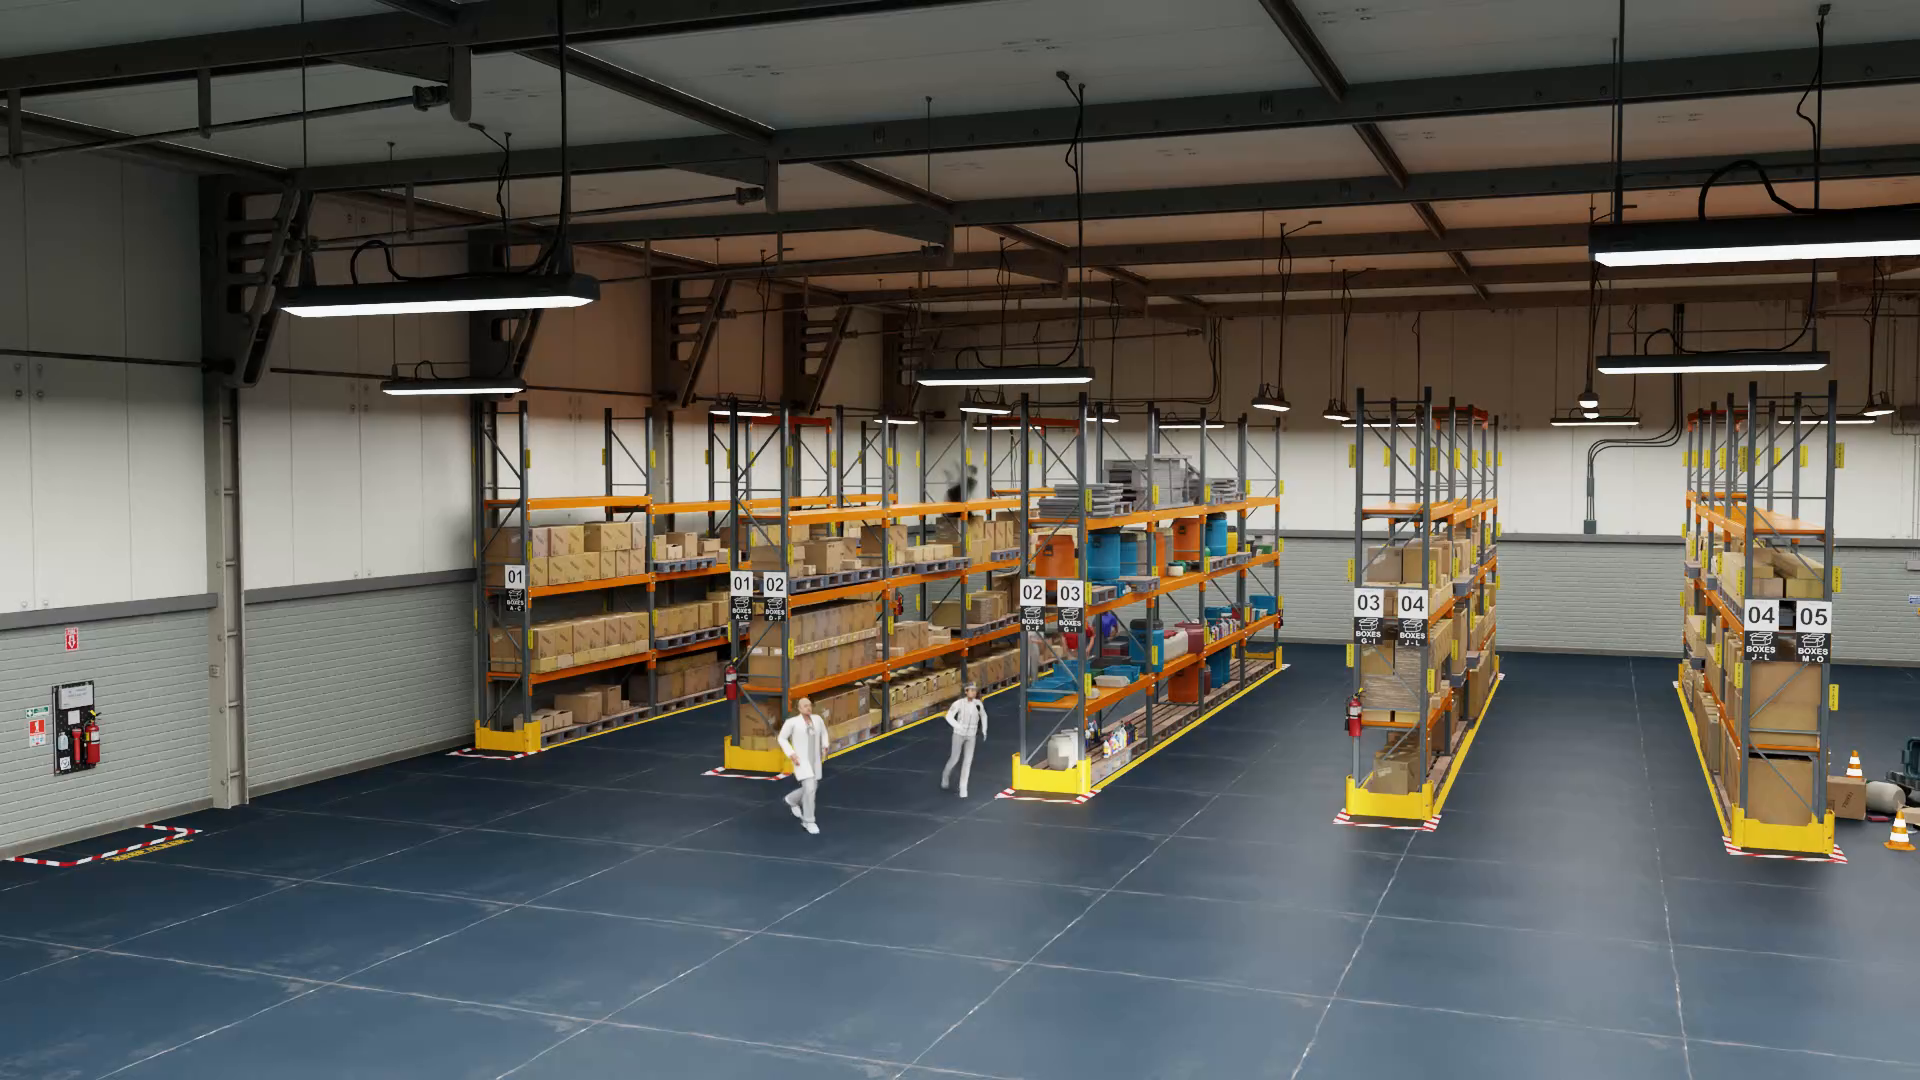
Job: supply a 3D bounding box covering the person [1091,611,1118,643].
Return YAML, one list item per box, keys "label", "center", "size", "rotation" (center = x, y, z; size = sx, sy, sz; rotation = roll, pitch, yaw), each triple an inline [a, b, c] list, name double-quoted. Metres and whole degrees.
- label: "person"
  center: [3.106, 2.177, 35.853]
  size: [0.587, 1.627, 0.553]
  rotation: [1, 3, 13]

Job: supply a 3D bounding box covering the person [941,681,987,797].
- label: "person"
  center: [0.115, 2.944, 24.918]
  size: [0.675, 1.671, 0.849]
  rotation: [-1, 3, -15]

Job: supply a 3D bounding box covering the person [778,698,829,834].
- label: "person"
  center: [-2.121, 3.028, 22.562]
  size: [0.731, 1.806, 0.853]
  rotation: [-2, 3, -36]

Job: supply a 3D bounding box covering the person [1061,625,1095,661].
- label: "person"
  center: [2.328, 2.273, 32.925]
  size: [0.684, 1.705, 0.665]
  rotation: [1, 3, 21]

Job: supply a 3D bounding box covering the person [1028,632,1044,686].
- label: "person"
  center: [1.408, 2.299, 32.629]
  size: [0.541, 1.749, 0.742]
  rotation: [1, 3, 18]
